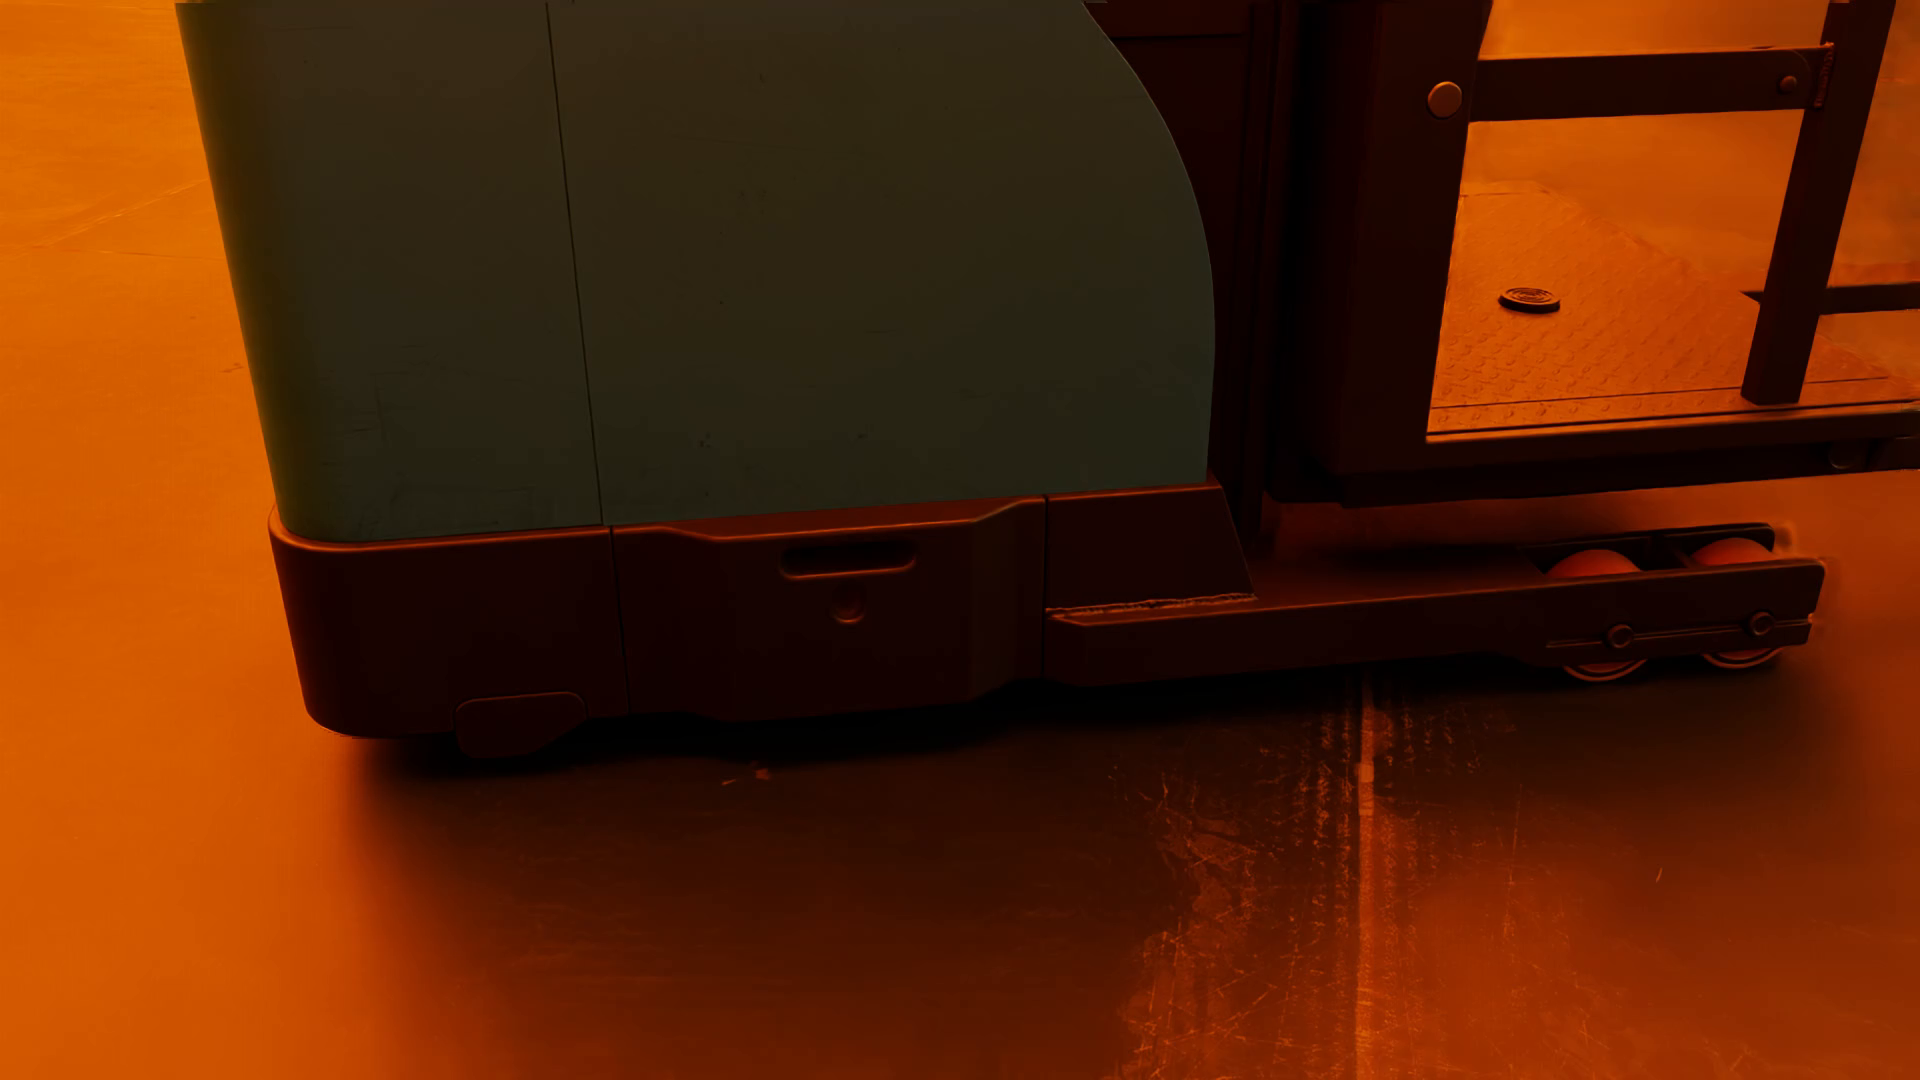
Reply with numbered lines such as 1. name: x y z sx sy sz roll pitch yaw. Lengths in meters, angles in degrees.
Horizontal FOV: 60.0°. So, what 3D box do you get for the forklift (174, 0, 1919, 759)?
1. forklift: 0.650 -1.358 1.937 3.031 2.935 1.130 -4 27 -9
